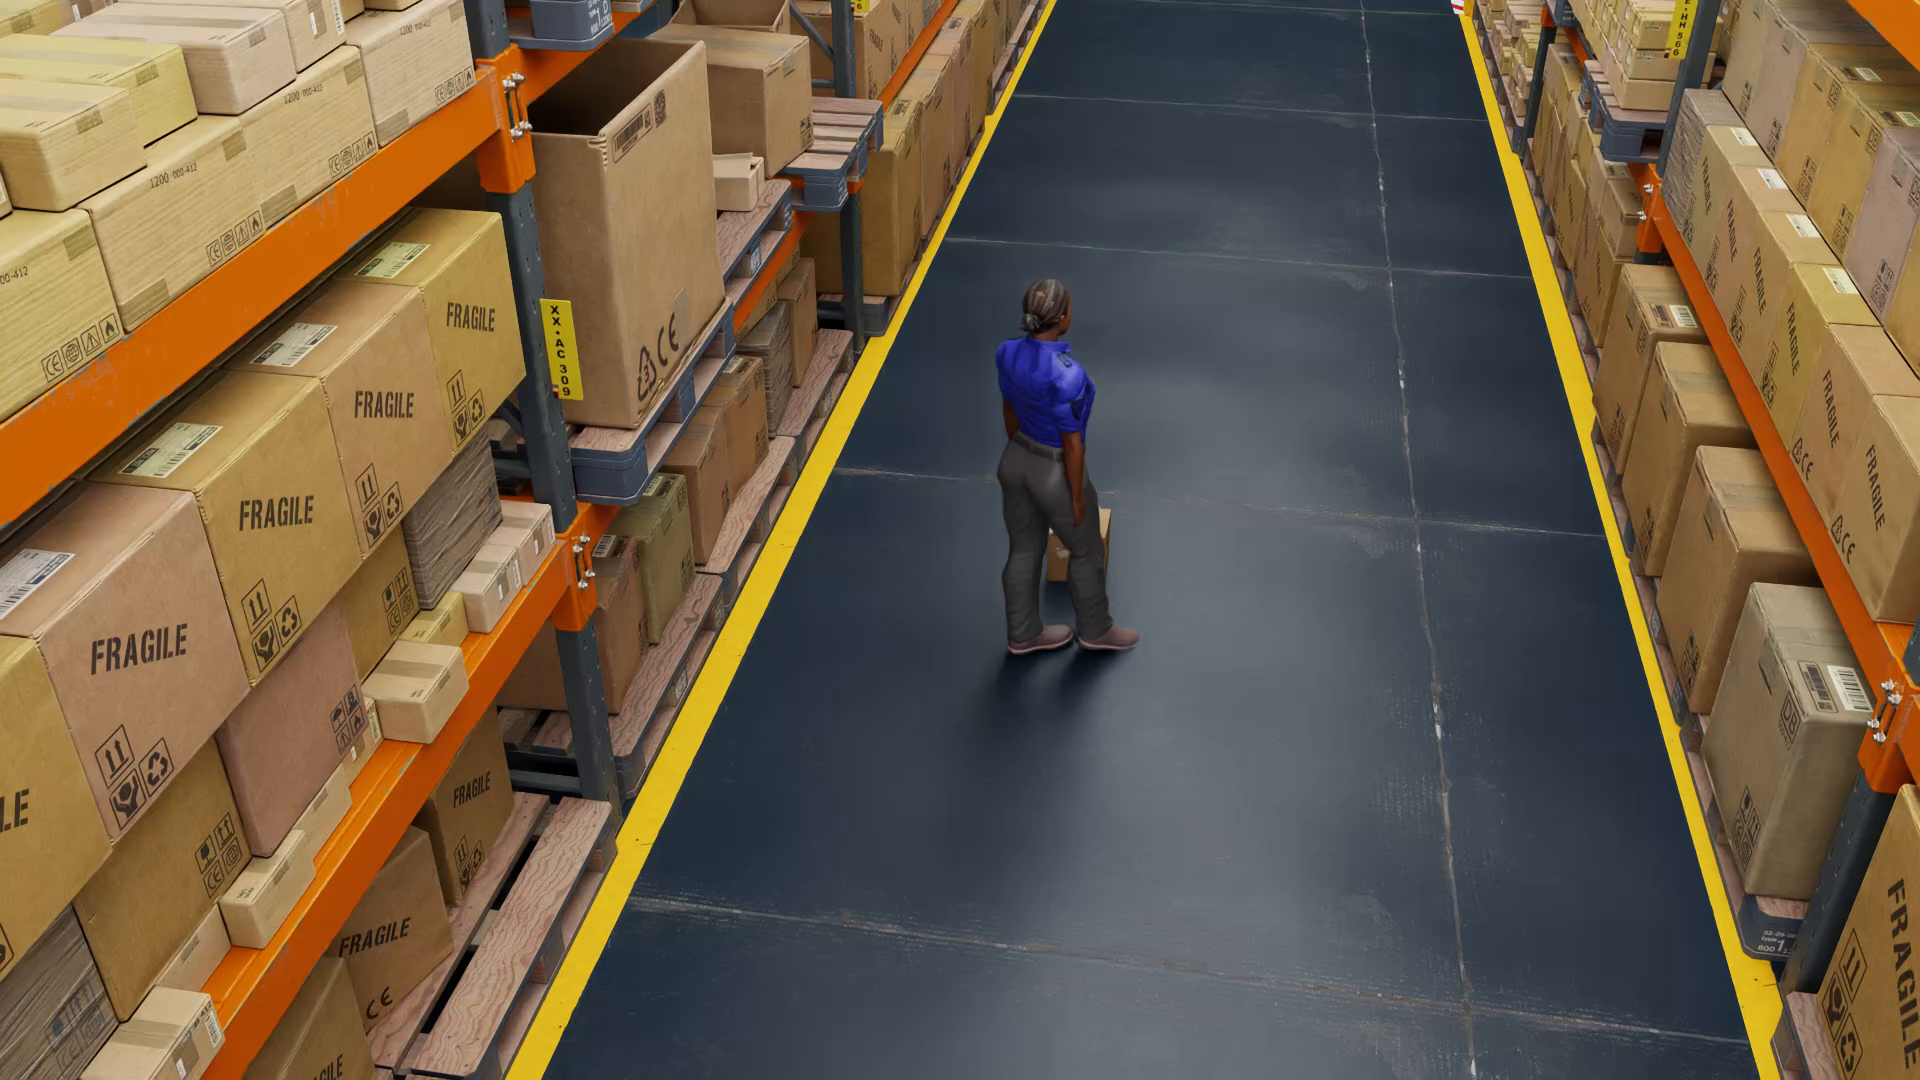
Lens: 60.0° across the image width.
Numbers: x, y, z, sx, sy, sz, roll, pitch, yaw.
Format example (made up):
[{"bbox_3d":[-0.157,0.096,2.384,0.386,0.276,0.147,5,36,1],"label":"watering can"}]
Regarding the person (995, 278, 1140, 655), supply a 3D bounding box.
[{"bbox_3d":[0.427,-0.274,6.578,0.514,1.681,0.497,-28,42,-36],"label":"person"}]
